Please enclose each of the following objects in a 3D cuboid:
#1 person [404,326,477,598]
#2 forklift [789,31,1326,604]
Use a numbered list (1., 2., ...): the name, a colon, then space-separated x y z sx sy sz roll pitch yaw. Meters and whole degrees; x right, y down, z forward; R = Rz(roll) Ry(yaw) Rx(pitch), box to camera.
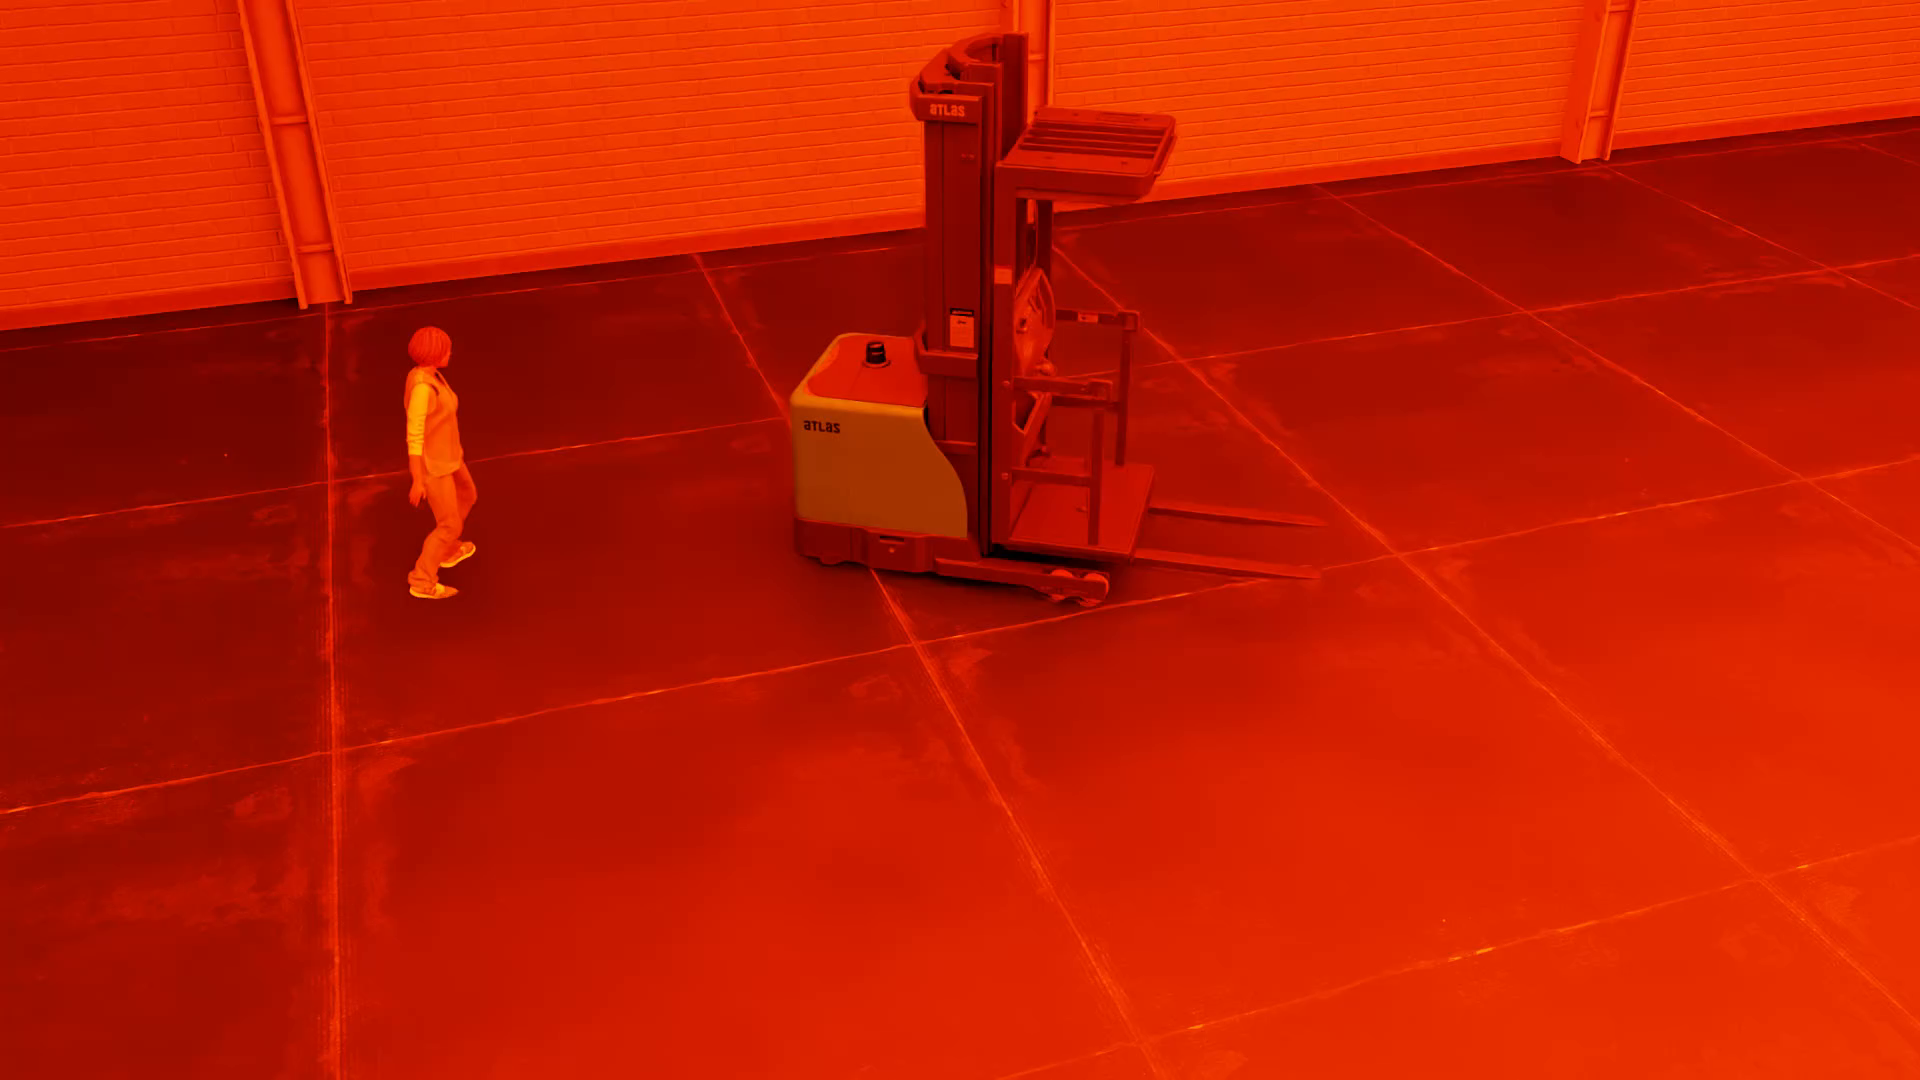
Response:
1. person: -2.944 -0.412 9.230 0.414 1.569 0.744 -4 30 -7
2. forklift: 0.599 -1.204 9.179 3.031 2.935 1.130 7 31 12
